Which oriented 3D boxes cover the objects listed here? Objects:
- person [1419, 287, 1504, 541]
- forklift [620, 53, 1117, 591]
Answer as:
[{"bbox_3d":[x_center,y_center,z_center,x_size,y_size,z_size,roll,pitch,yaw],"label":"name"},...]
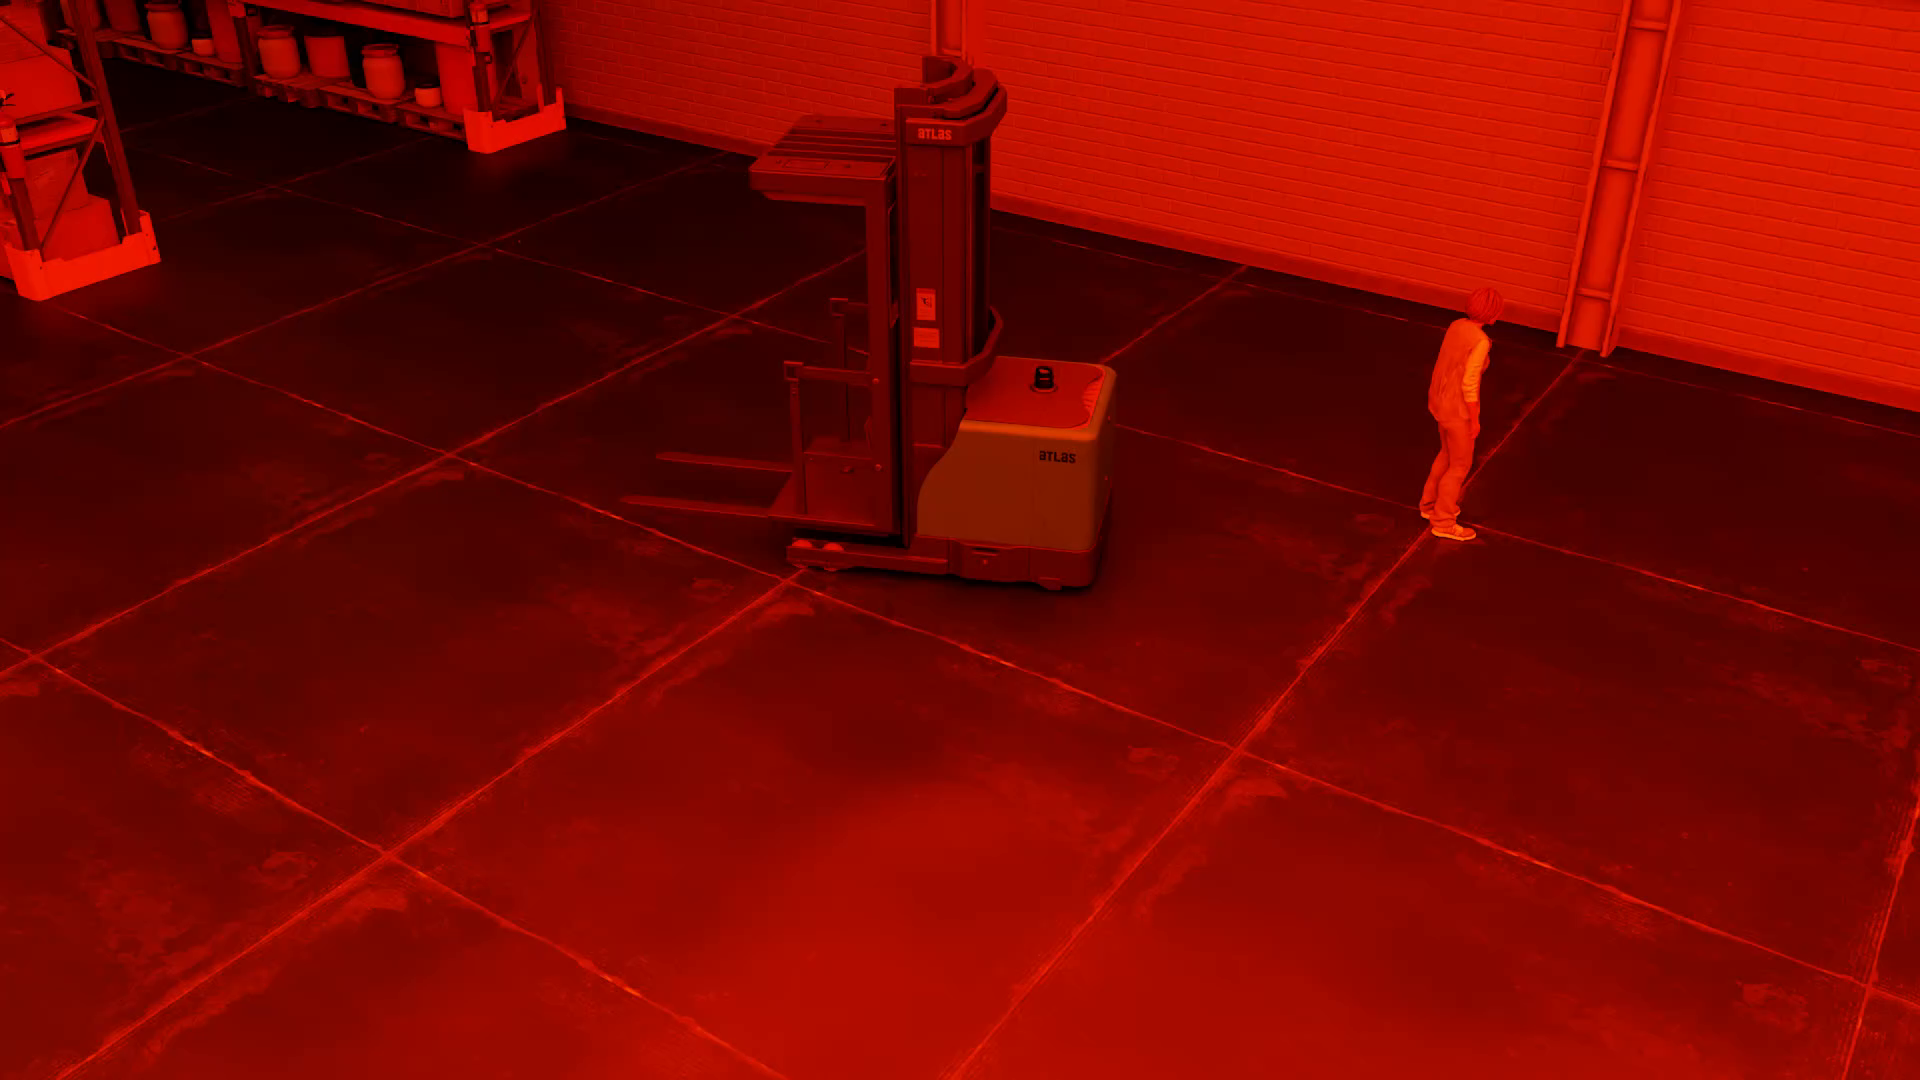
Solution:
[{"bbox_3d":[3.082,-0.793,10.282,0.347,1.591,0.481,-3,30,-5],"label":"person"},{"bbox_3d":[-0.596,-1.330,9.871,3.031,2.935,1.130,6,31,10],"label":"forklift"}]
